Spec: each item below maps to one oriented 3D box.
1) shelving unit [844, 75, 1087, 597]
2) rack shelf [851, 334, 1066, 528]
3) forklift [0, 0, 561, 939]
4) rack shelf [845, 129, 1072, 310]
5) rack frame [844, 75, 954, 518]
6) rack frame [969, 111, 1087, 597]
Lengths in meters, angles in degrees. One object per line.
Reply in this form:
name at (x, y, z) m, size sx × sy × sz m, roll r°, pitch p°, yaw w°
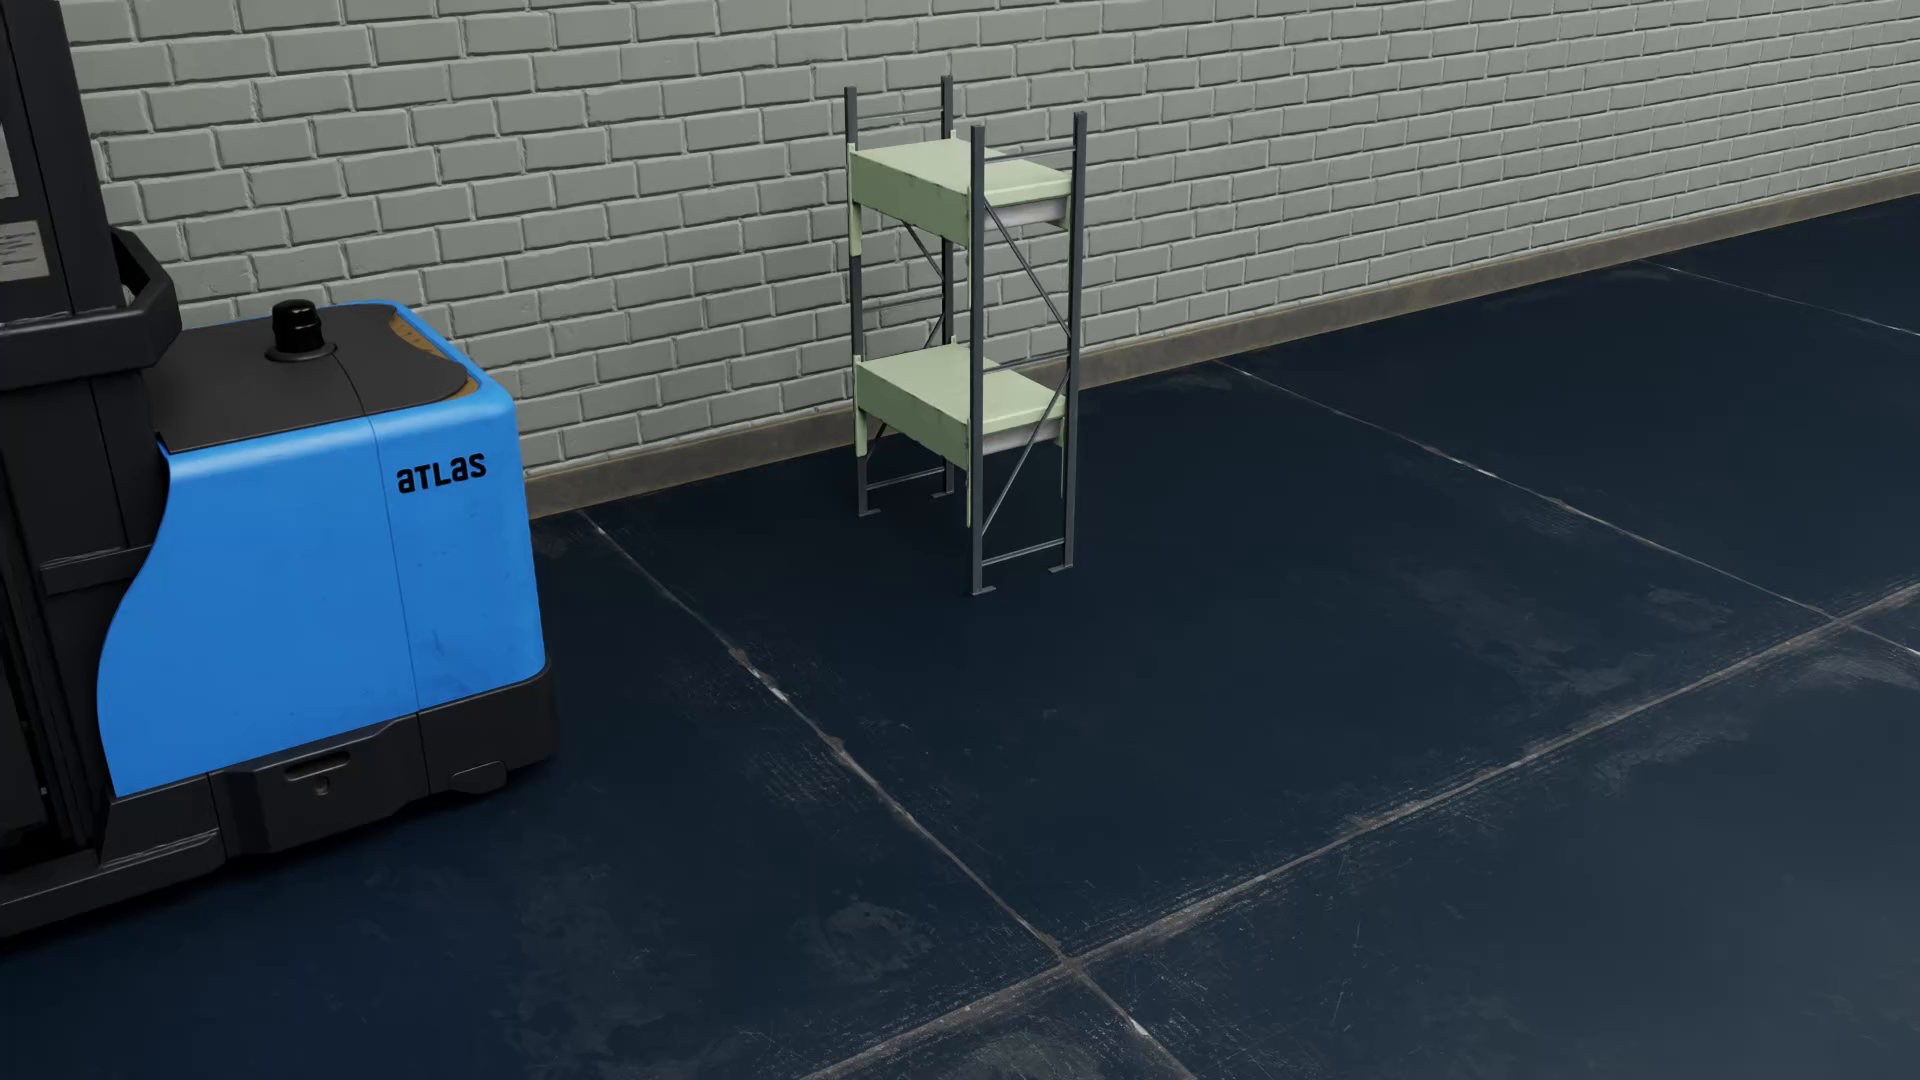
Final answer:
shelving unit at (0.004, -0.676, 5.425) m, size 0.431 × 1.500 × 0.755 m, roll -16°, pitch 29°, yaw -30°
rack shelf at (0.004, -0.381, 5.564) m, size 0.431 × 0.370 × 0.720 m, roll -16°, pitch 29°, yaw -30°
forklift at (-2.577, -0.532, 3.444) m, size 3.031 × 2.935 × 1.130 m, roll -16°, pitch 30°, yaw -30°
rack shelf at (0.004, -1.029, 5.258) m, size 0.431 × 0.370 × 0.720 m, roll -16°, pitch 29°, yaw -30°
rack frame at (-0.196, -0.807, 5.702) m, size 0.400 × 1.500 × 0.023 m, roll -16°, pitch 29°, yaw -30°
rack frame at (0.203, -0.545, 5.147) m, size 0.400 × 1.500 × 0.023 m, roll -16°, pitch 29°, yaw -30°
